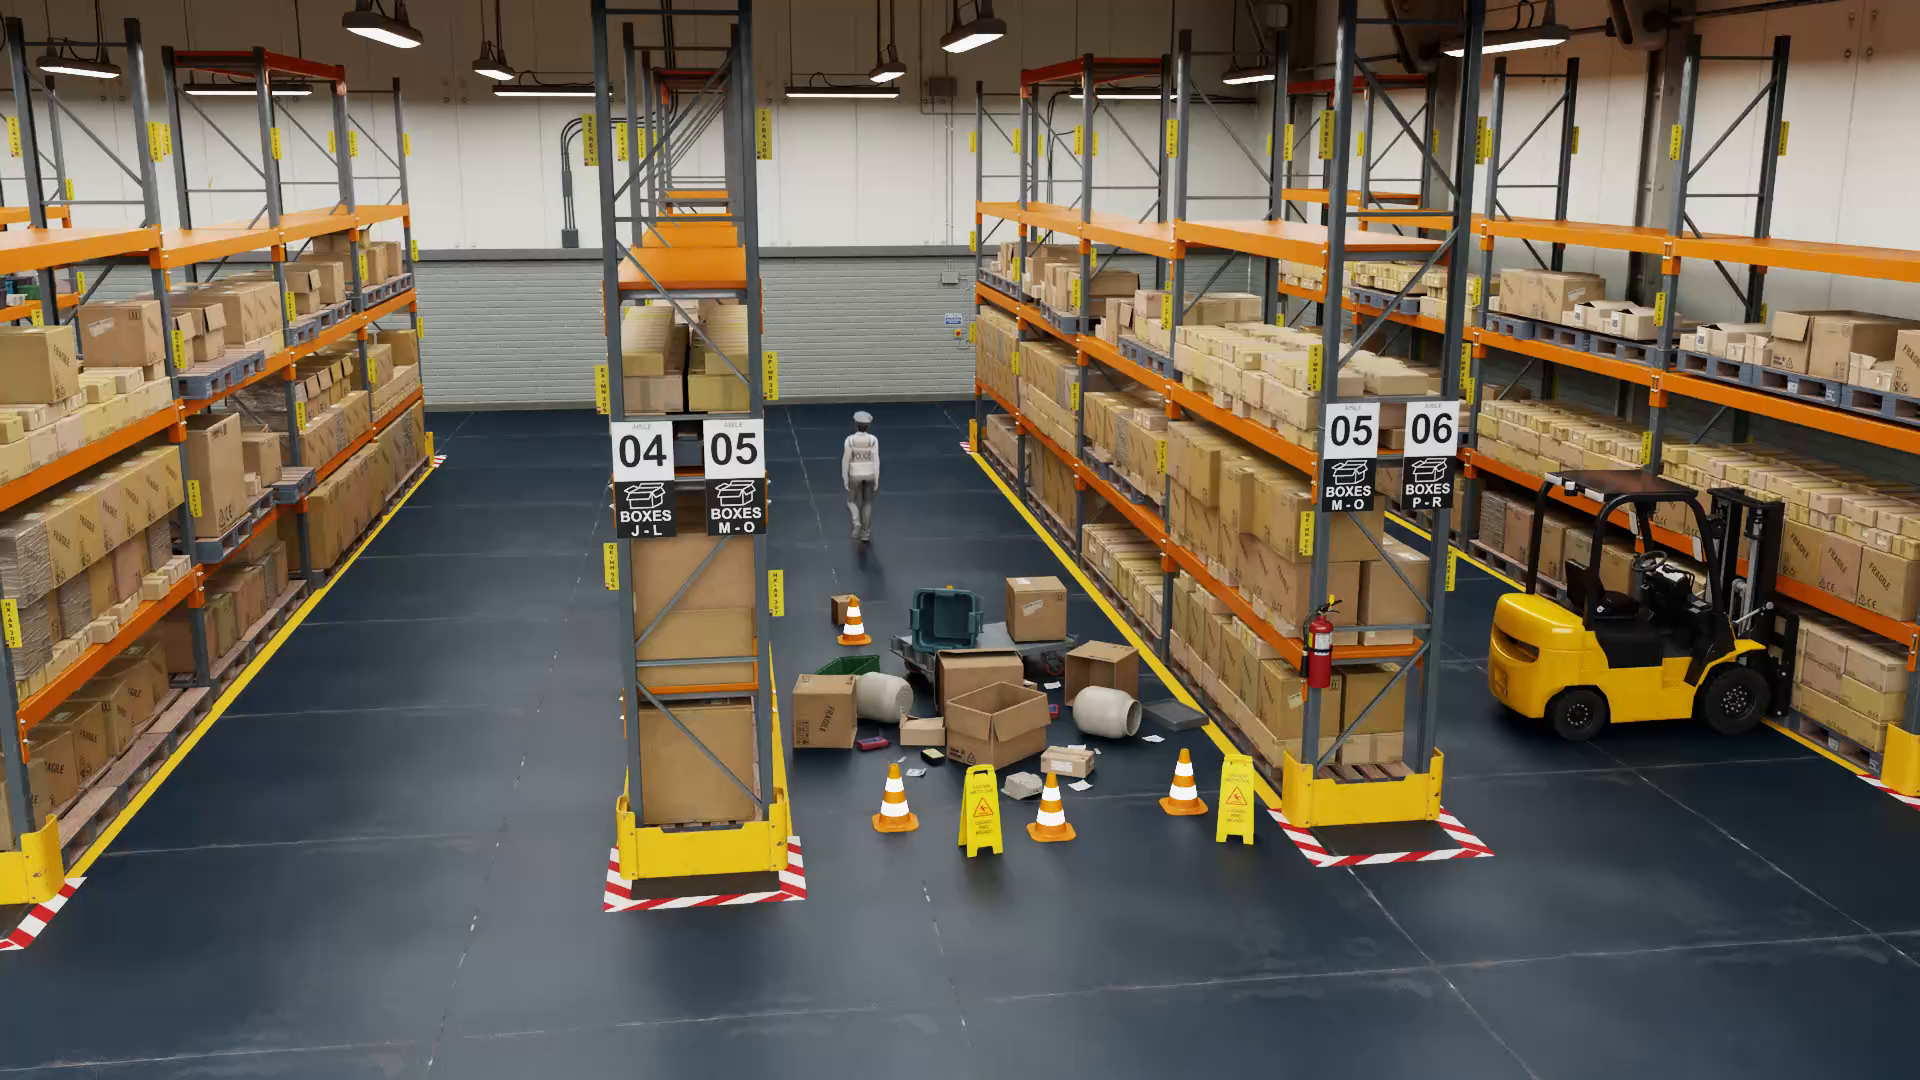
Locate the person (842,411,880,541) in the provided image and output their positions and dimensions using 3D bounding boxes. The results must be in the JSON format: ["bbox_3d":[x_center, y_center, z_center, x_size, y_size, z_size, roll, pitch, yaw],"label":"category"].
[{"bbox_3d":[-1.265,-0.801,21.229,0.484,1.678,0.535,-2,13,-9],"label":"person"}]
